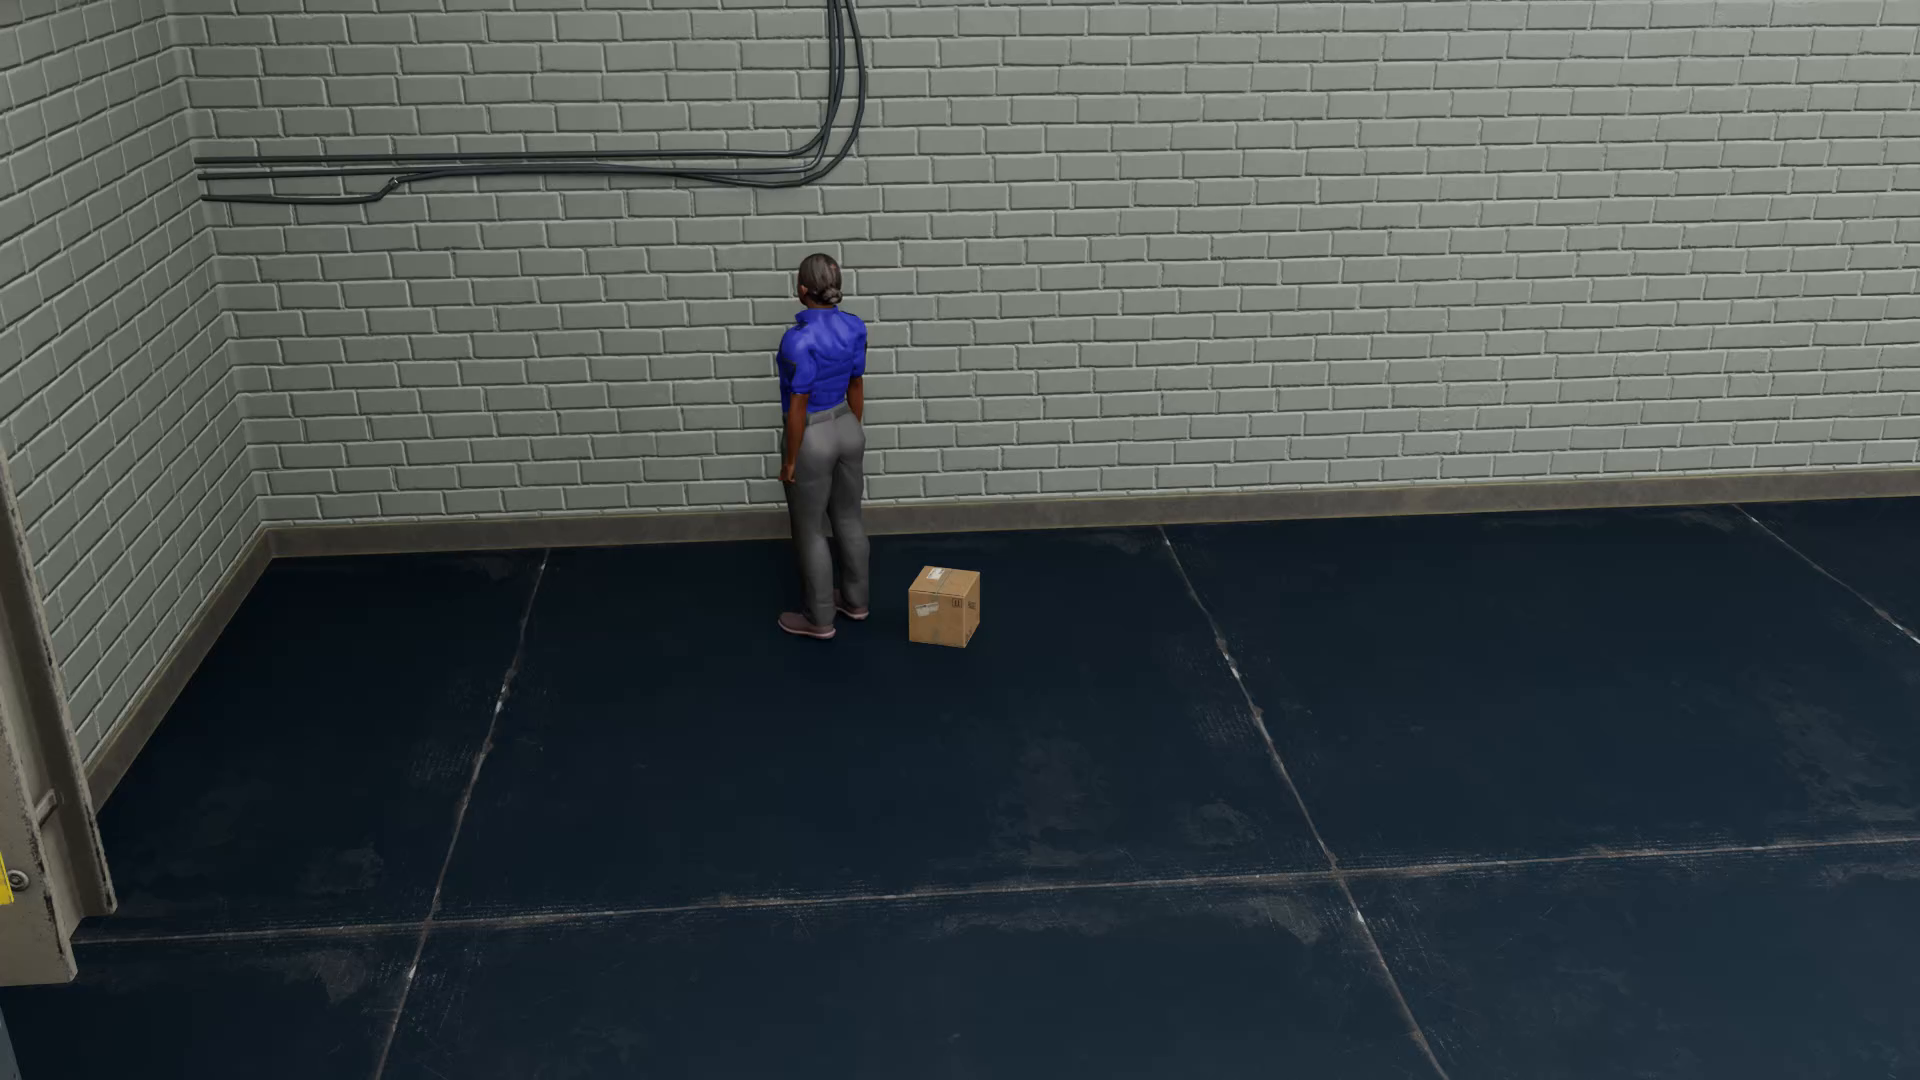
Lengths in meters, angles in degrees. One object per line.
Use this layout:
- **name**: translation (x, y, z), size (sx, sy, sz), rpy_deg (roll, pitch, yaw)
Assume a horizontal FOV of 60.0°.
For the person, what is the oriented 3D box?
- **person**: translation (-0.591, -0.394, 6.994), size (0.331, 1.662, 0.444), rpy_deg (20, 31, 38)
